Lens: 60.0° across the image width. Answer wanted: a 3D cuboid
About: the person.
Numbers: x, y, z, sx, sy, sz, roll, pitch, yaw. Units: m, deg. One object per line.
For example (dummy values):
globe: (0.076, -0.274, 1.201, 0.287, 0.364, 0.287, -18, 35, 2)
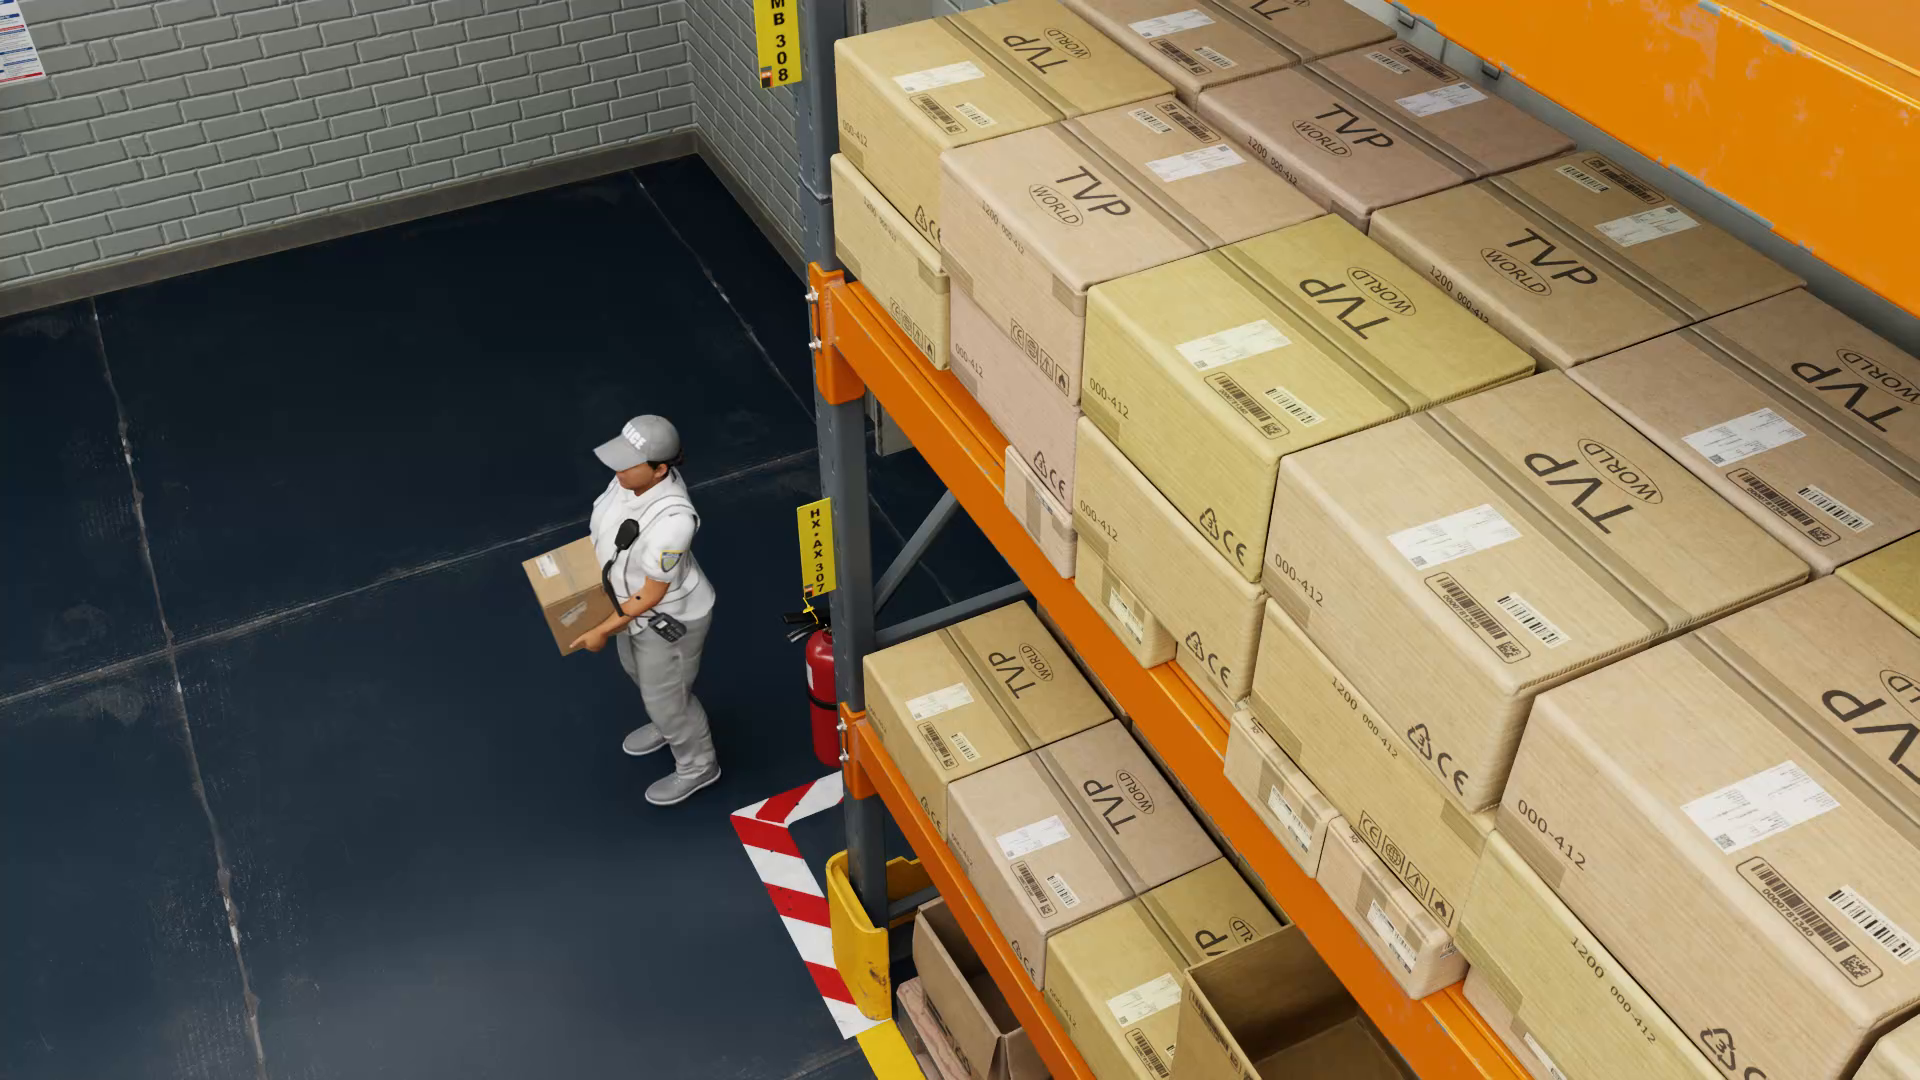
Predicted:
person: (-1.141, 0.262, 5.868, 0.541, 1.653, 0.452, -19, 45, -20)
